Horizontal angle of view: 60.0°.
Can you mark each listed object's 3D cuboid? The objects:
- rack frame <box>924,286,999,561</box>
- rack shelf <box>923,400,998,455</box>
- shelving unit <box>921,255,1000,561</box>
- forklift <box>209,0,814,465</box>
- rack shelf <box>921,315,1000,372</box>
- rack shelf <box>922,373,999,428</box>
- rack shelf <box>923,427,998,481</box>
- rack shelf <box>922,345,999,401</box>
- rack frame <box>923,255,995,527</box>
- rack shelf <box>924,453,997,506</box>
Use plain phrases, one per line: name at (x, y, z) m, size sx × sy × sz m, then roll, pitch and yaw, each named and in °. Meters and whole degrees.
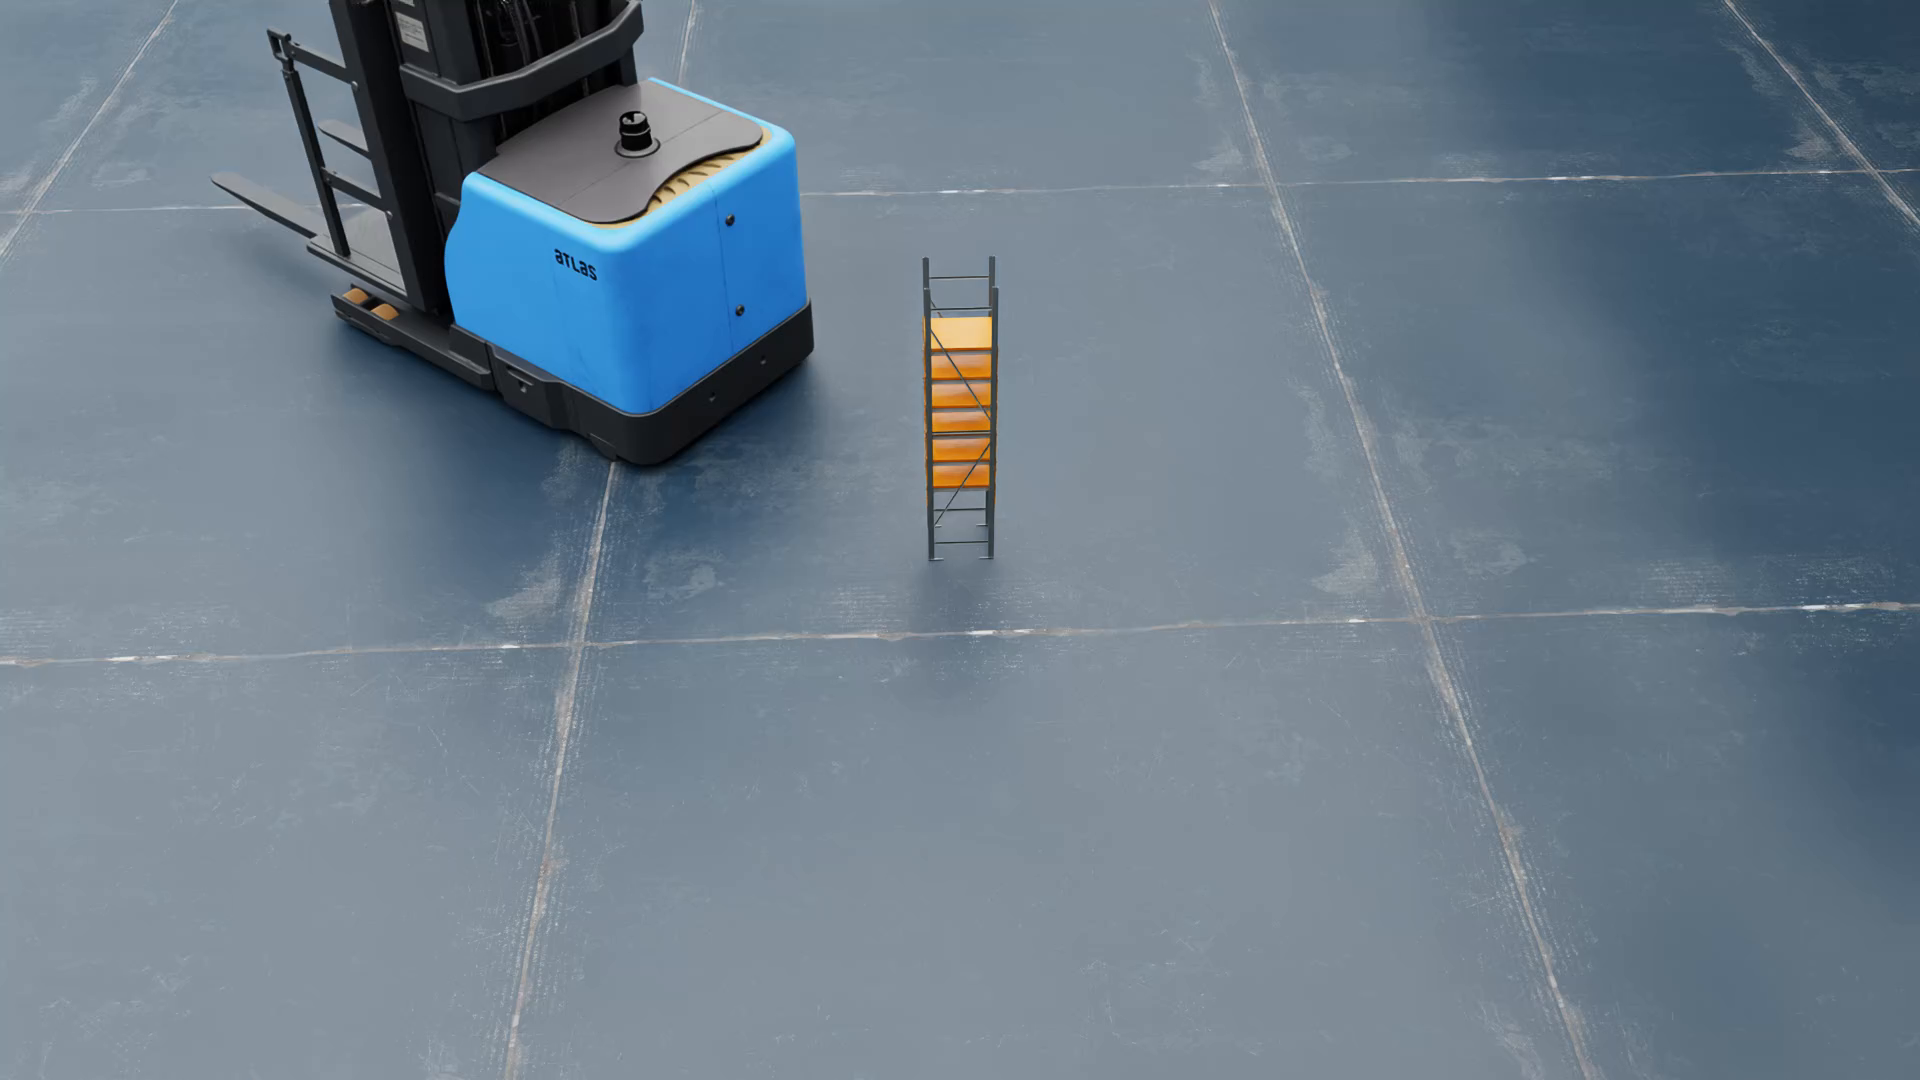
rack frame at (0.005, -0.371, 5.767) m, size 0.240 × 1.200 × 0.006 m, roll -2°, pitch 43°, yaw -2°
rack shelf at (0.001, -0.400, 5.864) m, size 0.258 × 0.103 × 0.180 m, roll -2°, pitch 43°, yaw -2°
shelving unit at (0.001, -0.433, 5.834) m, size 0.258 × 1.200 × 0.189 m, roll -2°, pitch 43°, yaw -2°
forklift at (-2.101, -2.187, 6.467) m, size 3.031 × 2.935 × 1.130 m, roll 27°, pitch 49°, yaw 26°
rack shelf at (0.001, -0.665, 5.621) m, size 0.258 × 0.103 × 0.180 m, roll -2°, pitch 43°, yaw -2°
rack shelf at (0.001, -0.488, 5.783) m, size 0.258 × 0.103 × 0.180 m, roll -2°, pitch 43°, yaw -2°
rack shelf at (0.001, -0.311, 5.945) m, size 0.258 × 0.103 × 0.180 m, roll -2°, pitch 43°, yaw -2°
rack shelf at (0.001, -0.577, 5.702) m, size 0.258 × 0.103 × 0.180 m, roll -2°, pitch 43°, yaw -2°
rack frame at (-0.003, -0.494, 5.901) m, size 0.240 × 1.200 × 0.006 m, roll -2°, pitch 43°, yaw -2°
rack shelf at (0.001, -0.223, 6.026) m, size 0.258 × 0.103 × 0.180 m, roll -2°, pitch 43°, yaw -2°
